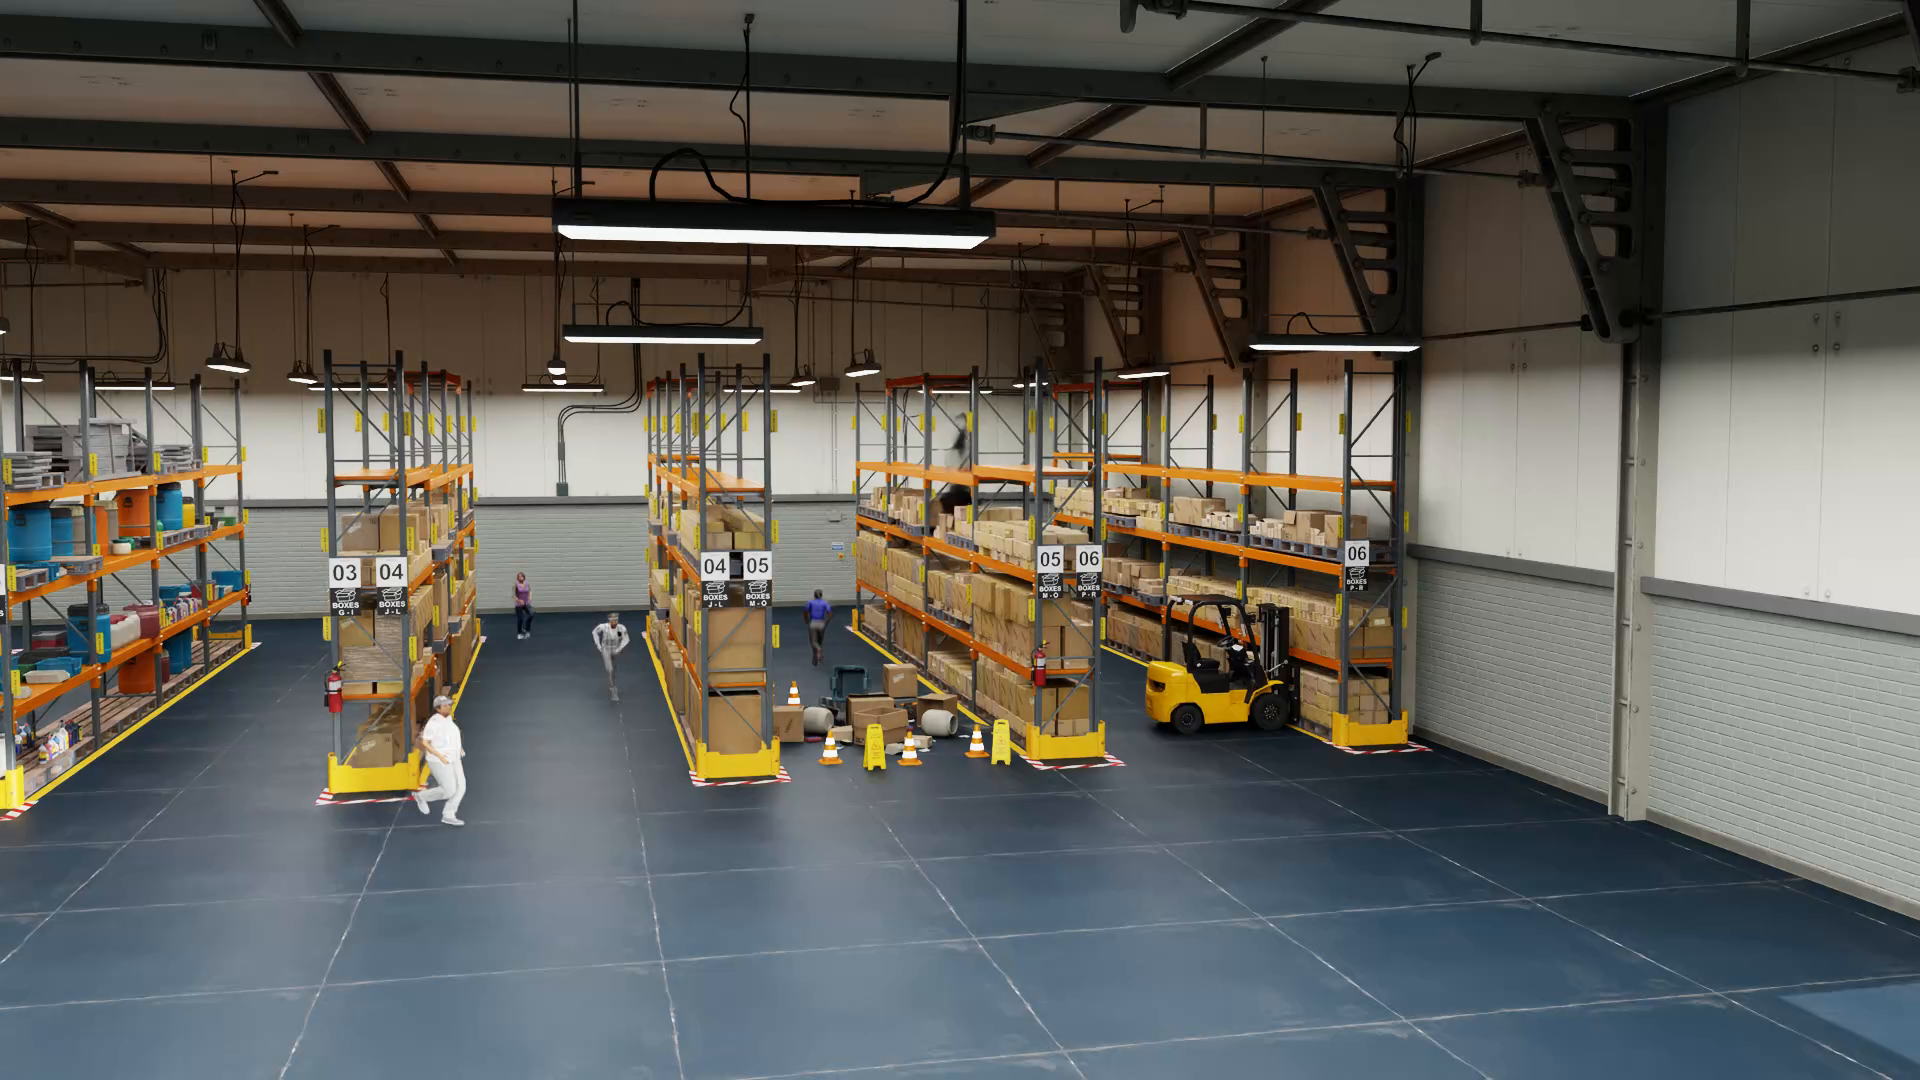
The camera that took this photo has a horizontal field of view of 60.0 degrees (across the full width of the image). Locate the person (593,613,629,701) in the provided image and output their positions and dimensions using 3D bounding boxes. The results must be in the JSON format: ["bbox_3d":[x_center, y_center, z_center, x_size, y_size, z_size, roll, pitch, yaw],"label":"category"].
[{"bbox_3d":[-6.404,2.109,30.502,0.656,1.627,0.980,-1,4,-16],"label":"person"}]

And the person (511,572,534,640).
[{"bbox_3d":[-10.156,1.524,38.615,0.552,1.575,0.598,-3,5,-37],"label":"person"}]

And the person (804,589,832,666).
[{"bbox_3d":[-2.914,1.842,34.206,0.578,1.649,0.902,-1,4,-15],"label":"person"}]

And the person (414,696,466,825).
[{"bbox_3d":[-6.493,2.754,20.797,0.596,1.628,0.607,1,4,12],"label":"person"}]
